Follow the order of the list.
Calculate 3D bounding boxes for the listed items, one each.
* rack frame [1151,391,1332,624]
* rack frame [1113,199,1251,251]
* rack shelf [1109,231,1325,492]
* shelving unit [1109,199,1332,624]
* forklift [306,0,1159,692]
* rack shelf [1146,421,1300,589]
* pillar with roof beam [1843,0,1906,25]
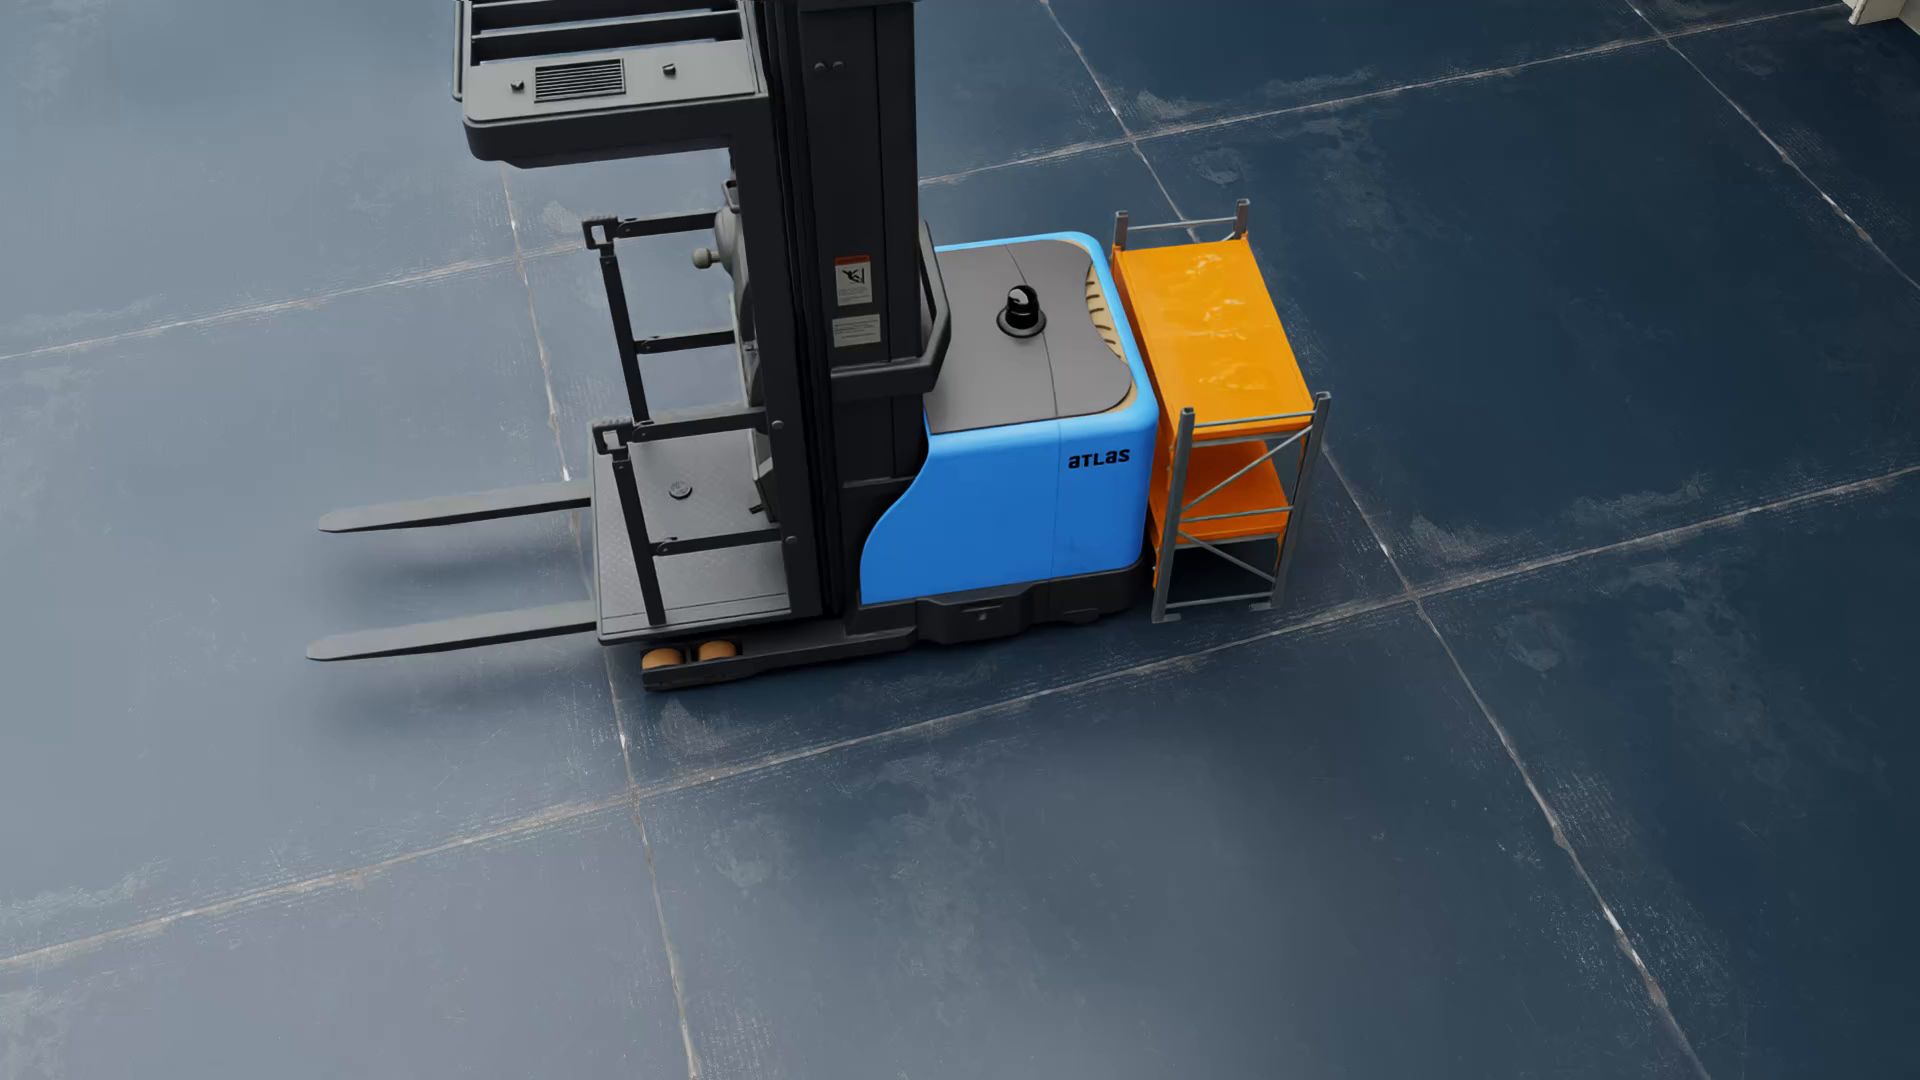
[{"bbox_3d":[0.971,-0.087,5.878,0.500,1.125,0.032,-7,50,-6],"label":"rack frame"},{"bbox_3d":[0.818,-0.856,6.525,0.500,1.125,0.032,-7,50,-6],"label":"rack frame"},{"bbox_3d":[0.895,-0.660,5.978,0.538,0.278,1.000,-7,50,-6],"label":"rack shelf"},{"bbox_3d":[0.895,-0.472,6.201,0.538,1.125,1.048,-7,50,-6],"label":"shelving unit"},{"bbox_3d":[-0.886,-0.837,5.328,3.031,2.935,1.130,-8,50,-7],"label":"forklift"},{"bbox_3d":[0.895,-0.314,6.388,0.538,0.278,1.000,-7,50,-6],"label":"rack shelf"},{"bbox_3d":[0.734,-4.844,4.738,9.100,9.000,0.400,-13,51,-11],"label":"pillar with roof beam"}]
